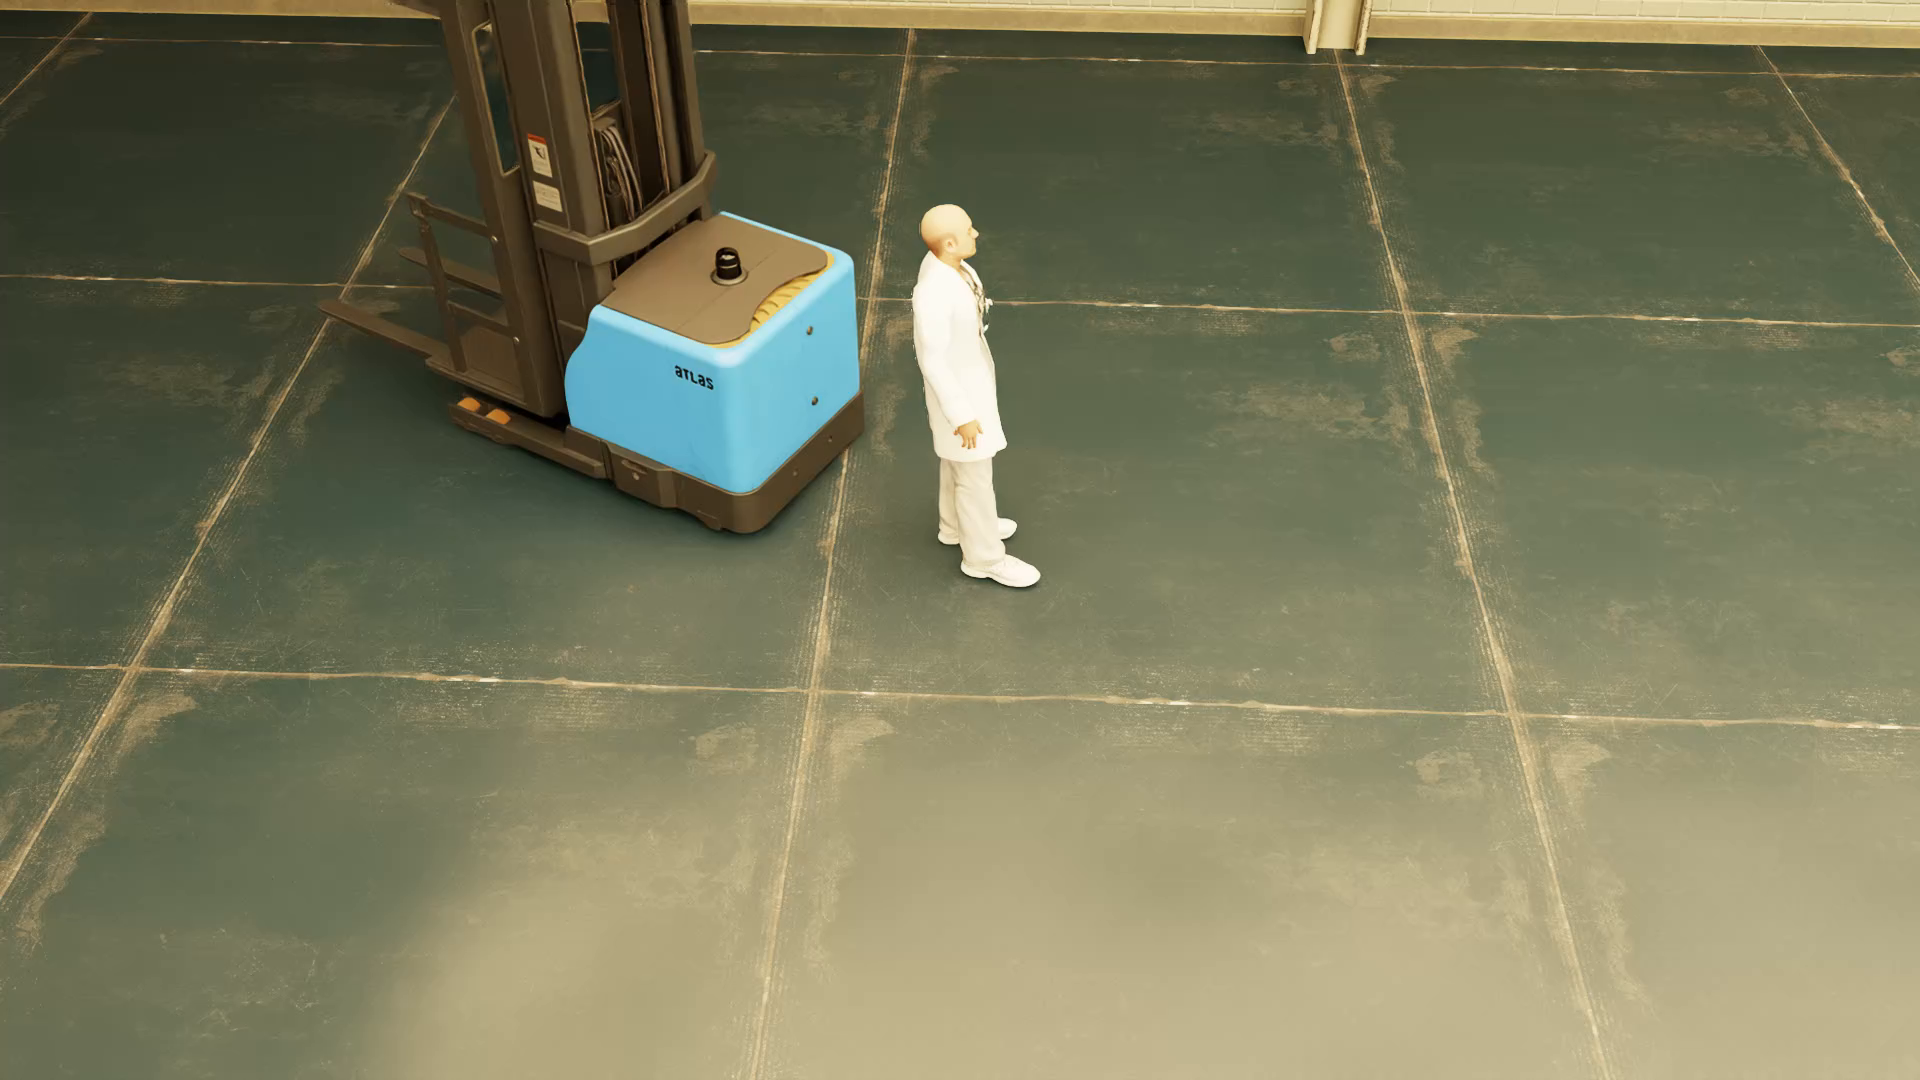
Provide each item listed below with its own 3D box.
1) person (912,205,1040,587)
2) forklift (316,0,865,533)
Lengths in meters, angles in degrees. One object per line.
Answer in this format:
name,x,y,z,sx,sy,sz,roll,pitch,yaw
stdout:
person,0.096,-0.664,7.320,0.577,1.776,0.696,2,42,2
forklift,-2.012,-1.860,7.780,3.031,2.935,1.130,22,47,22
